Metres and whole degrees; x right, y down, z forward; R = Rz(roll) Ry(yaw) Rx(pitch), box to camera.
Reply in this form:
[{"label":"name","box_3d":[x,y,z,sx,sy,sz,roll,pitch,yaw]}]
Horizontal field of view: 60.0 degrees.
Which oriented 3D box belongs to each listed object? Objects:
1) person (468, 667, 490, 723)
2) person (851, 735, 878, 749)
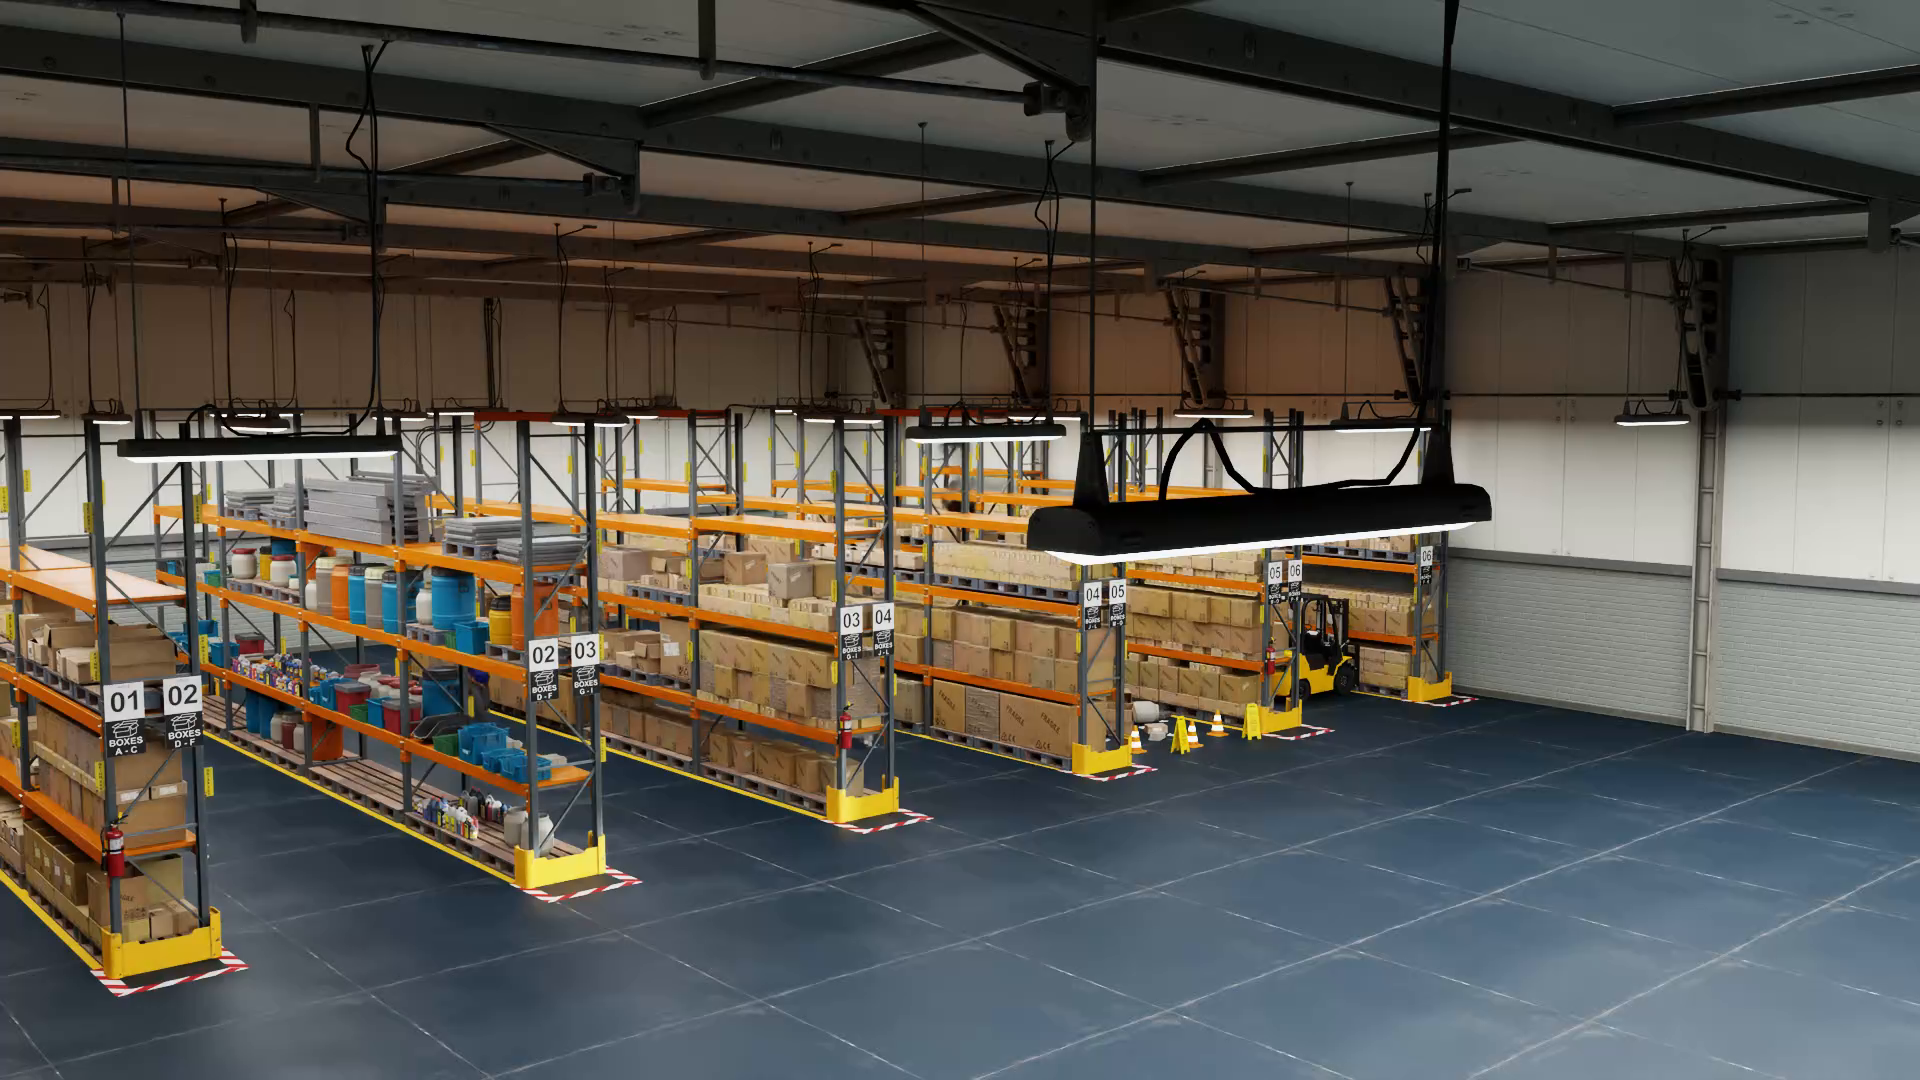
[{"label":"person","box_3d":[-9.040,2.819,31.241,0.539,1.587,0.699,-4,7,-41]},{"label":"person","box_3d":[-1.857,2.881,29.845,0.825,1.721,0.543,4,6,36]}]
